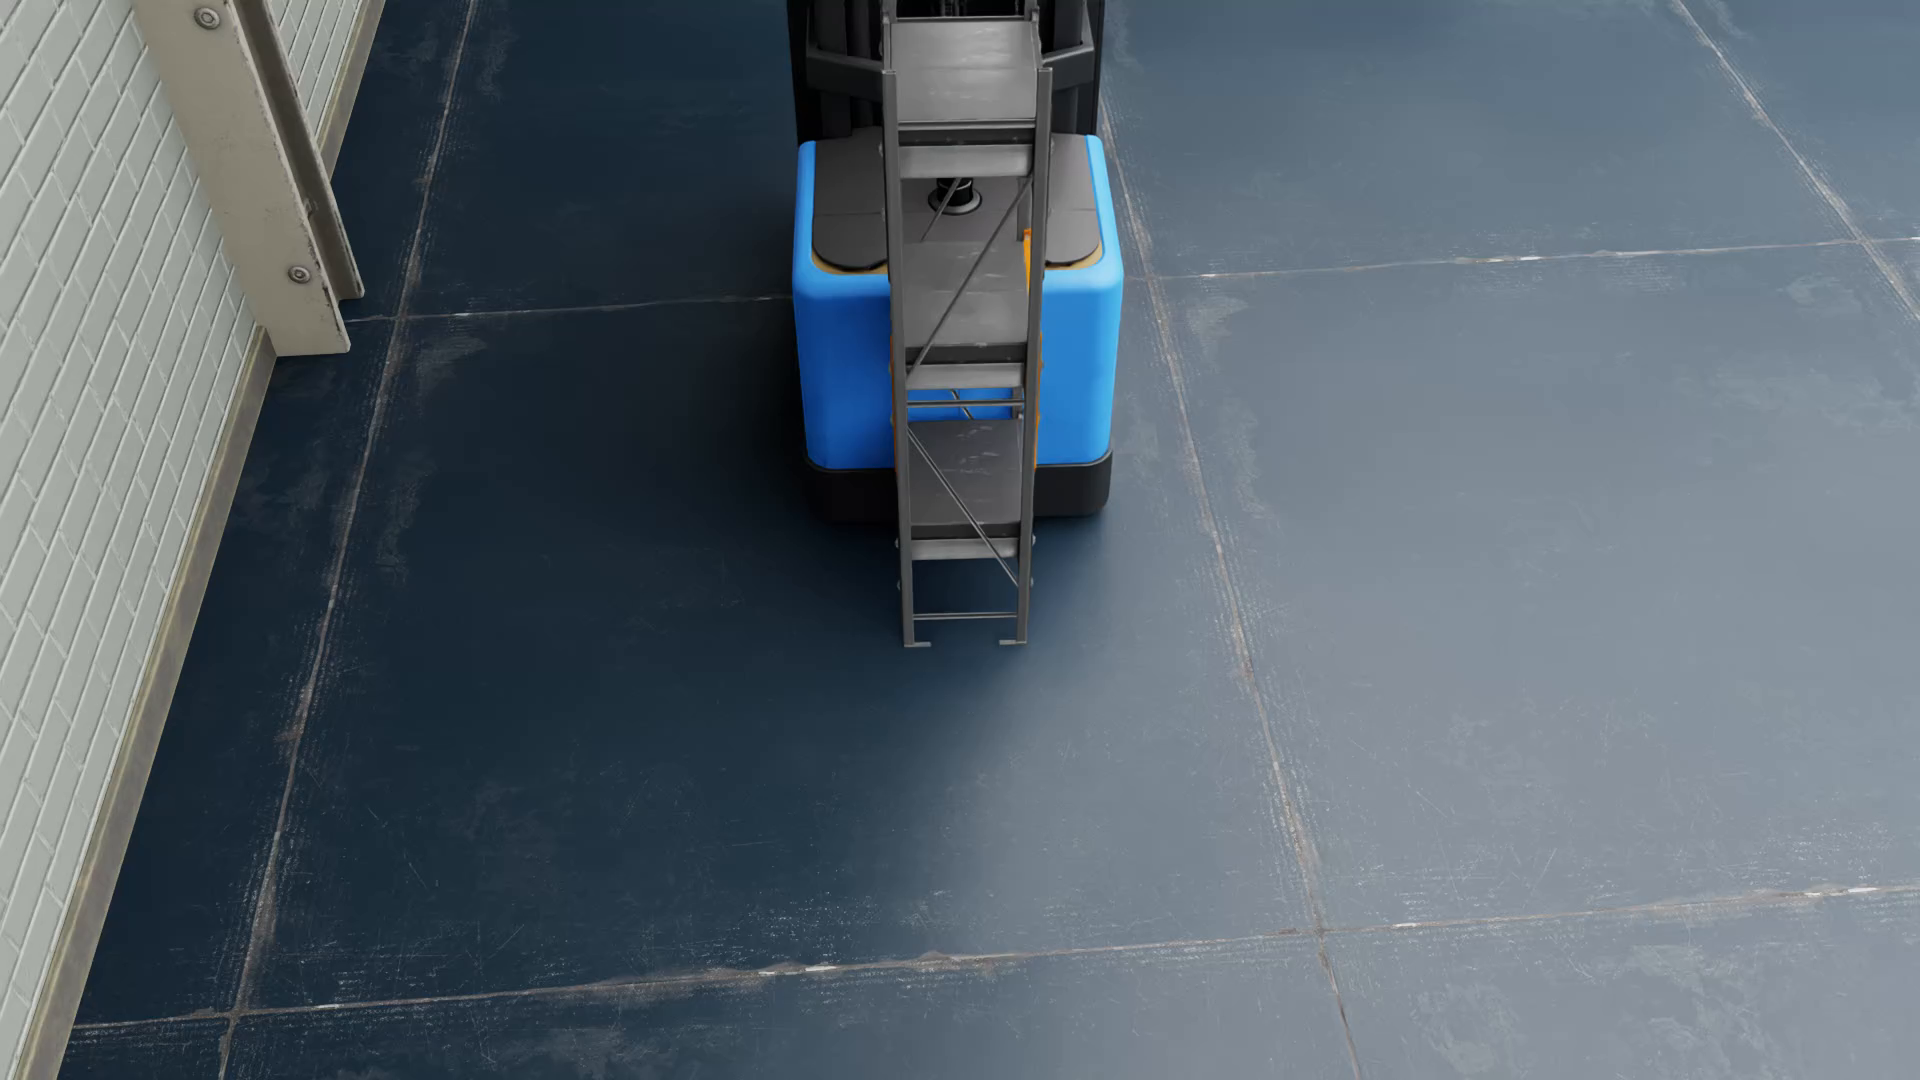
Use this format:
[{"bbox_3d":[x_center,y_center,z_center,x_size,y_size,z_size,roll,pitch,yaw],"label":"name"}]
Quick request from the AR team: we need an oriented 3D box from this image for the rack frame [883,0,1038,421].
[{"bbox_3d":[0.001,-0.734,4.999,0.400,2.100,0.015,-1,47,-1],"label":"rack frame"}]

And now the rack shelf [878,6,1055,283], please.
[{"bbox_3d":[0.009,-1.029,4.333,0.431,0.518,0.480,-1,47,-1],"label":"rack shelf"}]

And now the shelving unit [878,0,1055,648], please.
[{"bbox_3d":[0.009,-0.557,4.831,0.431,2.100,0.503,-1,47,-1],"label":"shelving unit"}]

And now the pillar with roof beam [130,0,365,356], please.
[{"bbox_3d":[1.752,-4.217,3.546,9.100,9.000,0.400,-3,47,-3],"label":"pillar with roof beam"}]

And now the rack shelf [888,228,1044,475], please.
[{"bbox_3d":[0.009,-0.547,4.841,0.431,0.518,0.480,-1,47,-1],"label":"rack shelf"}]

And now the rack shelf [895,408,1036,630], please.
[{"bbox_3d":[0.009,-0.066,5.349,0.431,0.518,0.480,-1,47,-1],"label":"rack shelf"}]

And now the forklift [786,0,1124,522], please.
[{"bbox_3d":[-0.058,-2.130,5.749,1.130,2.935,3.031,-2,47,-1],"label":"forklift"}]

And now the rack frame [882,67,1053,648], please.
[{"bbox_3d":[0.017,-0.380,4.663,0.400,2.100,0.015,-1,47,-1],"label":"rack frame"}]
